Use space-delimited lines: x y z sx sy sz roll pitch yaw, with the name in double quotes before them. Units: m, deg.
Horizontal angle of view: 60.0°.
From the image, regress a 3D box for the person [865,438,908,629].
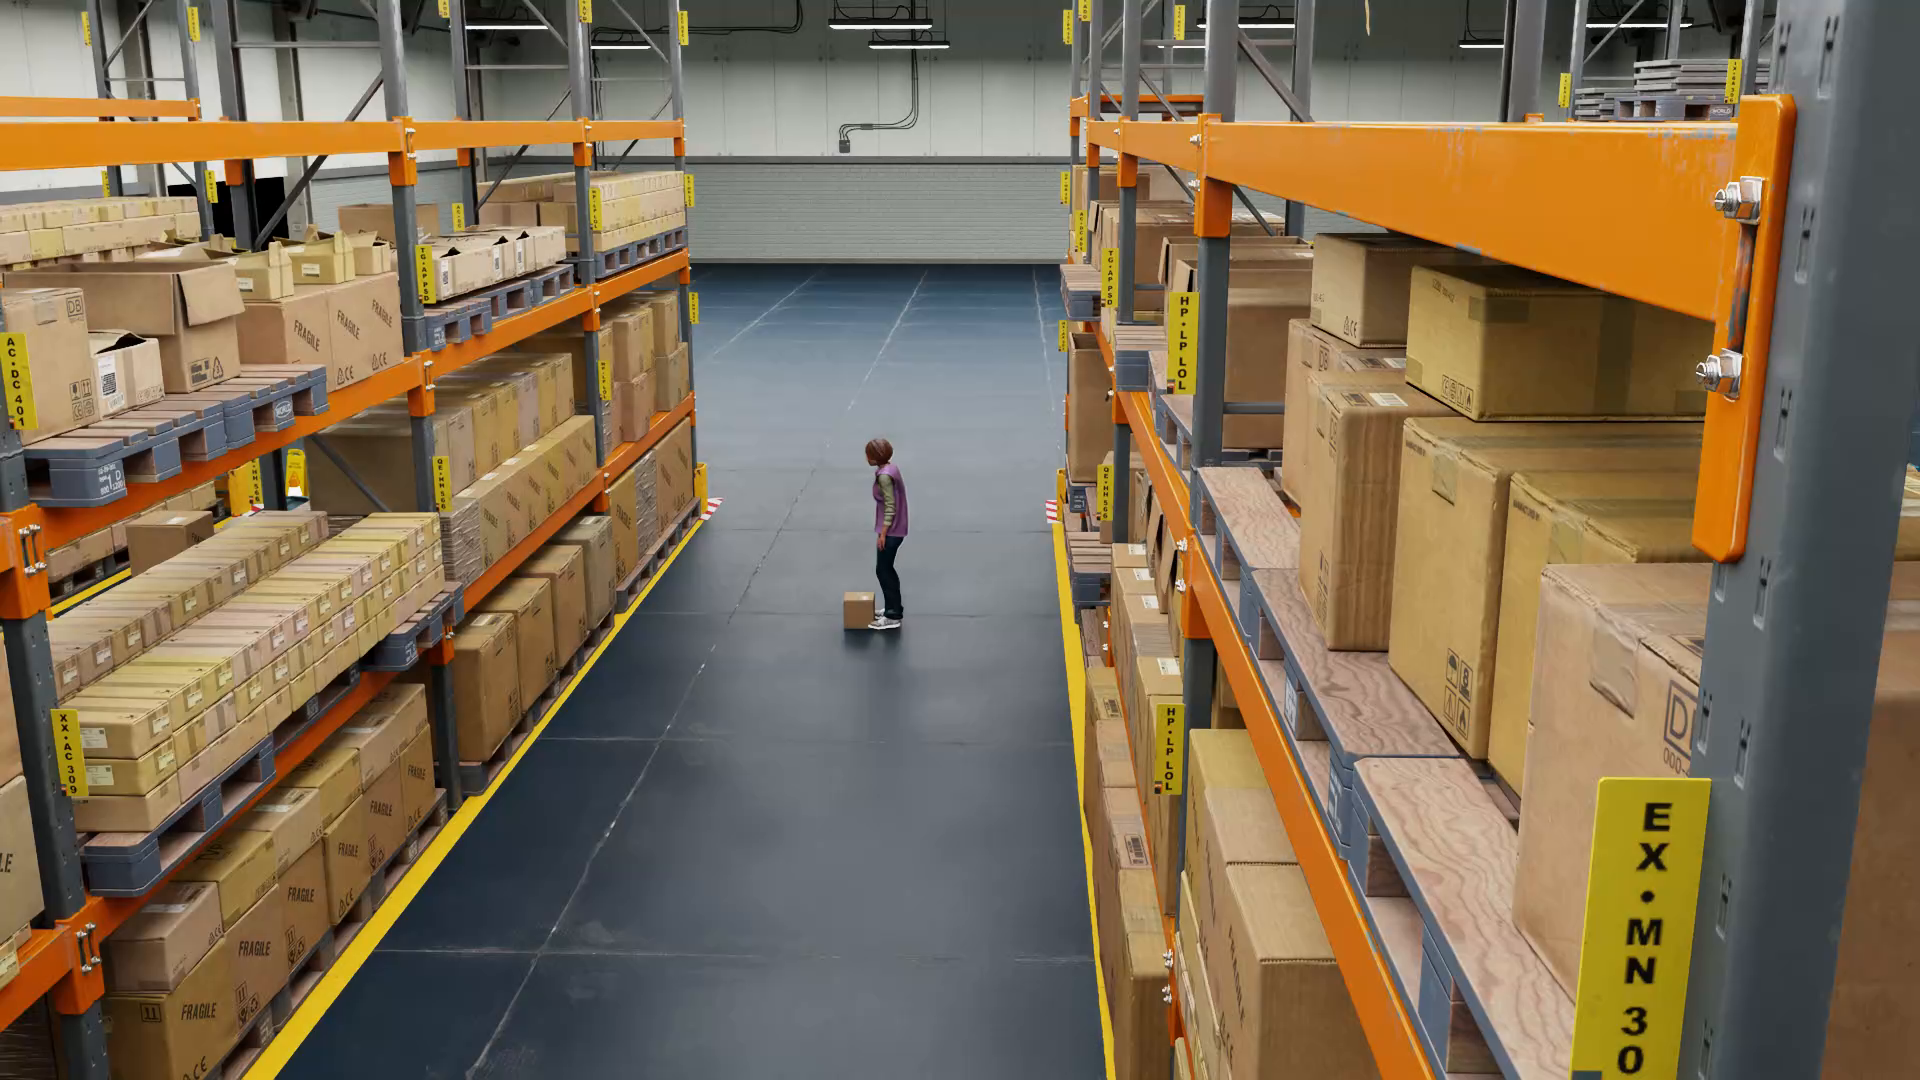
"person" -0.601 -0.061 13.766 0.344 1.593 0.480 0 14 0
